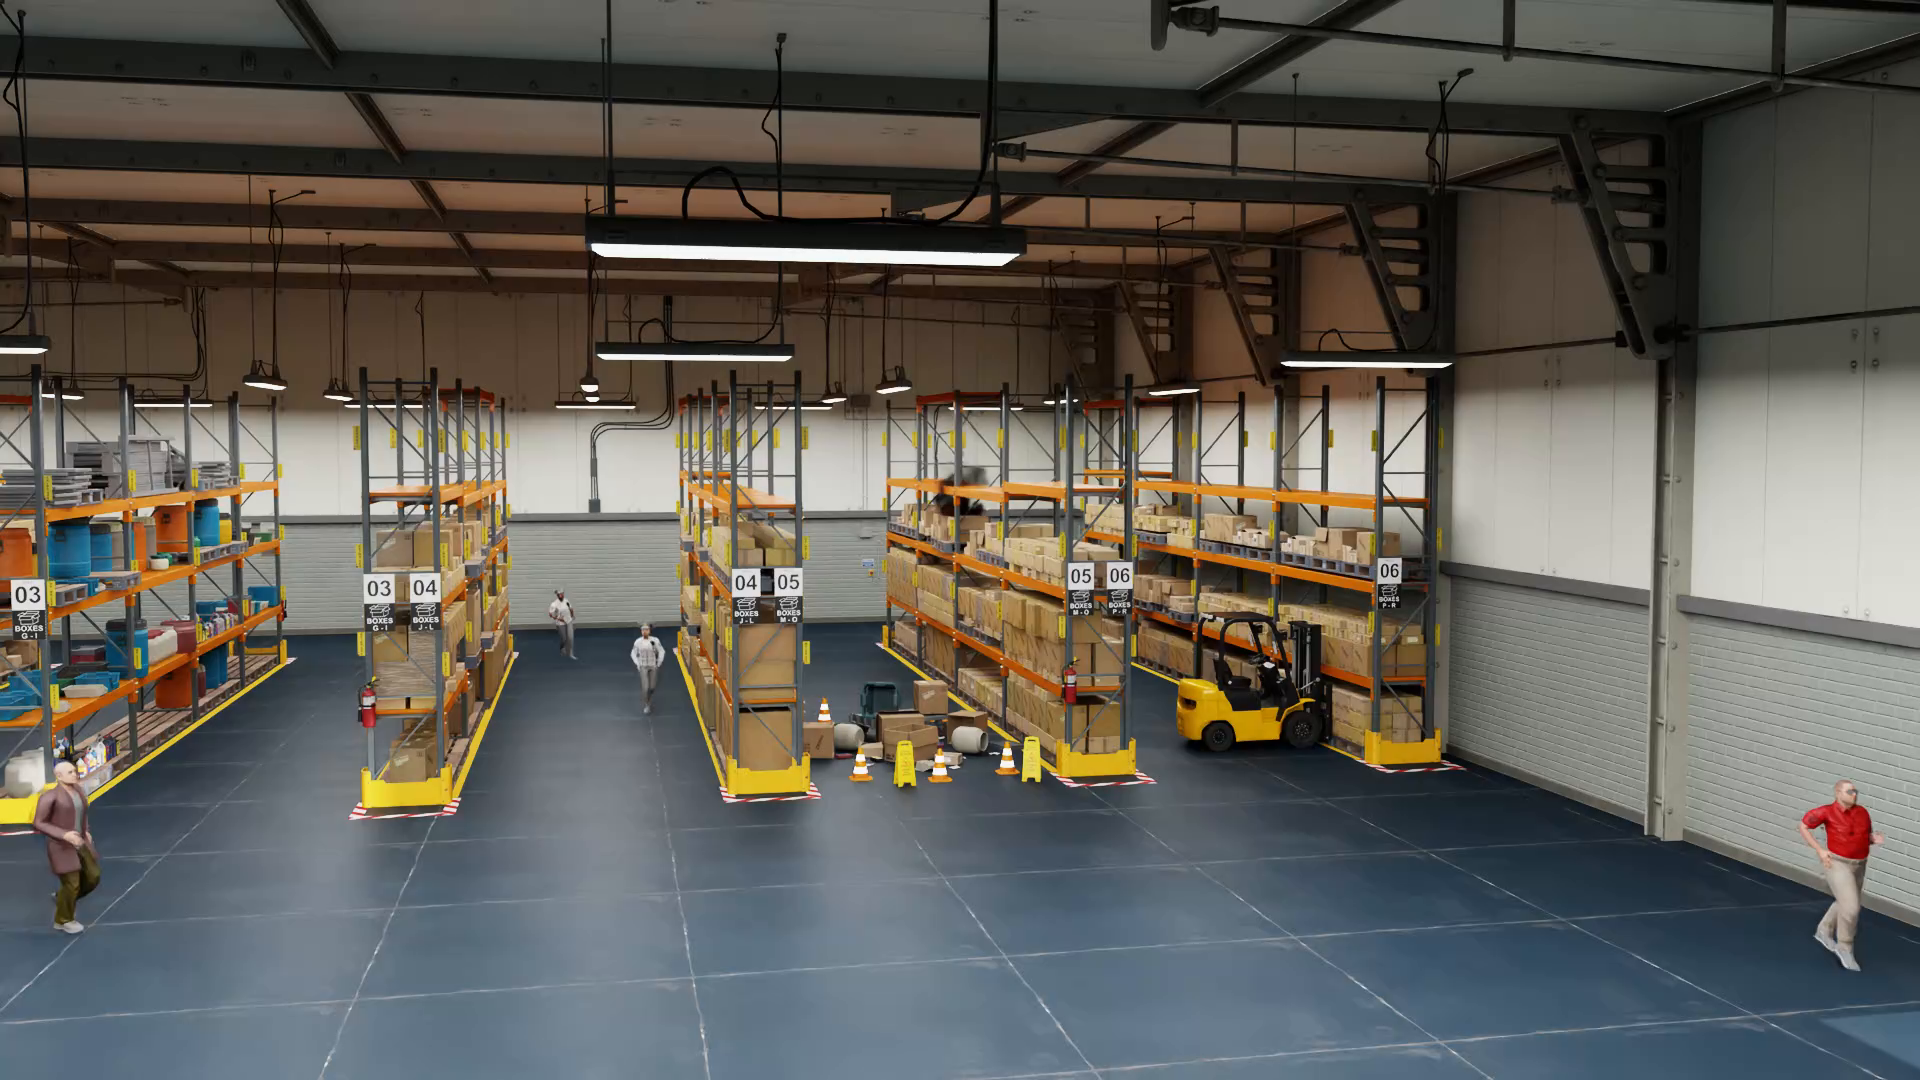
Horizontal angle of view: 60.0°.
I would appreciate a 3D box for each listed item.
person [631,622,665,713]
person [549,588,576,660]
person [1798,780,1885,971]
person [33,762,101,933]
[{"bbox_3d":[-5.787,2.348,30.818,0.619,1.667,0.508,-1,3,-10],"label":"person"},{"bbox_3d":[-9.172,1.924,38.239,0.571,1.664,0.681,-3,4,-39],"label":"person"},{"bbox_3d":[8.497,3.200,15.960,0.639,1.798,0.739,-1,4,-20],"label":"person"},{"bbox_3d":[-9.073,3.123,16.911,0.630,1.743,0.716,1,4,16],"label":"person"}]
